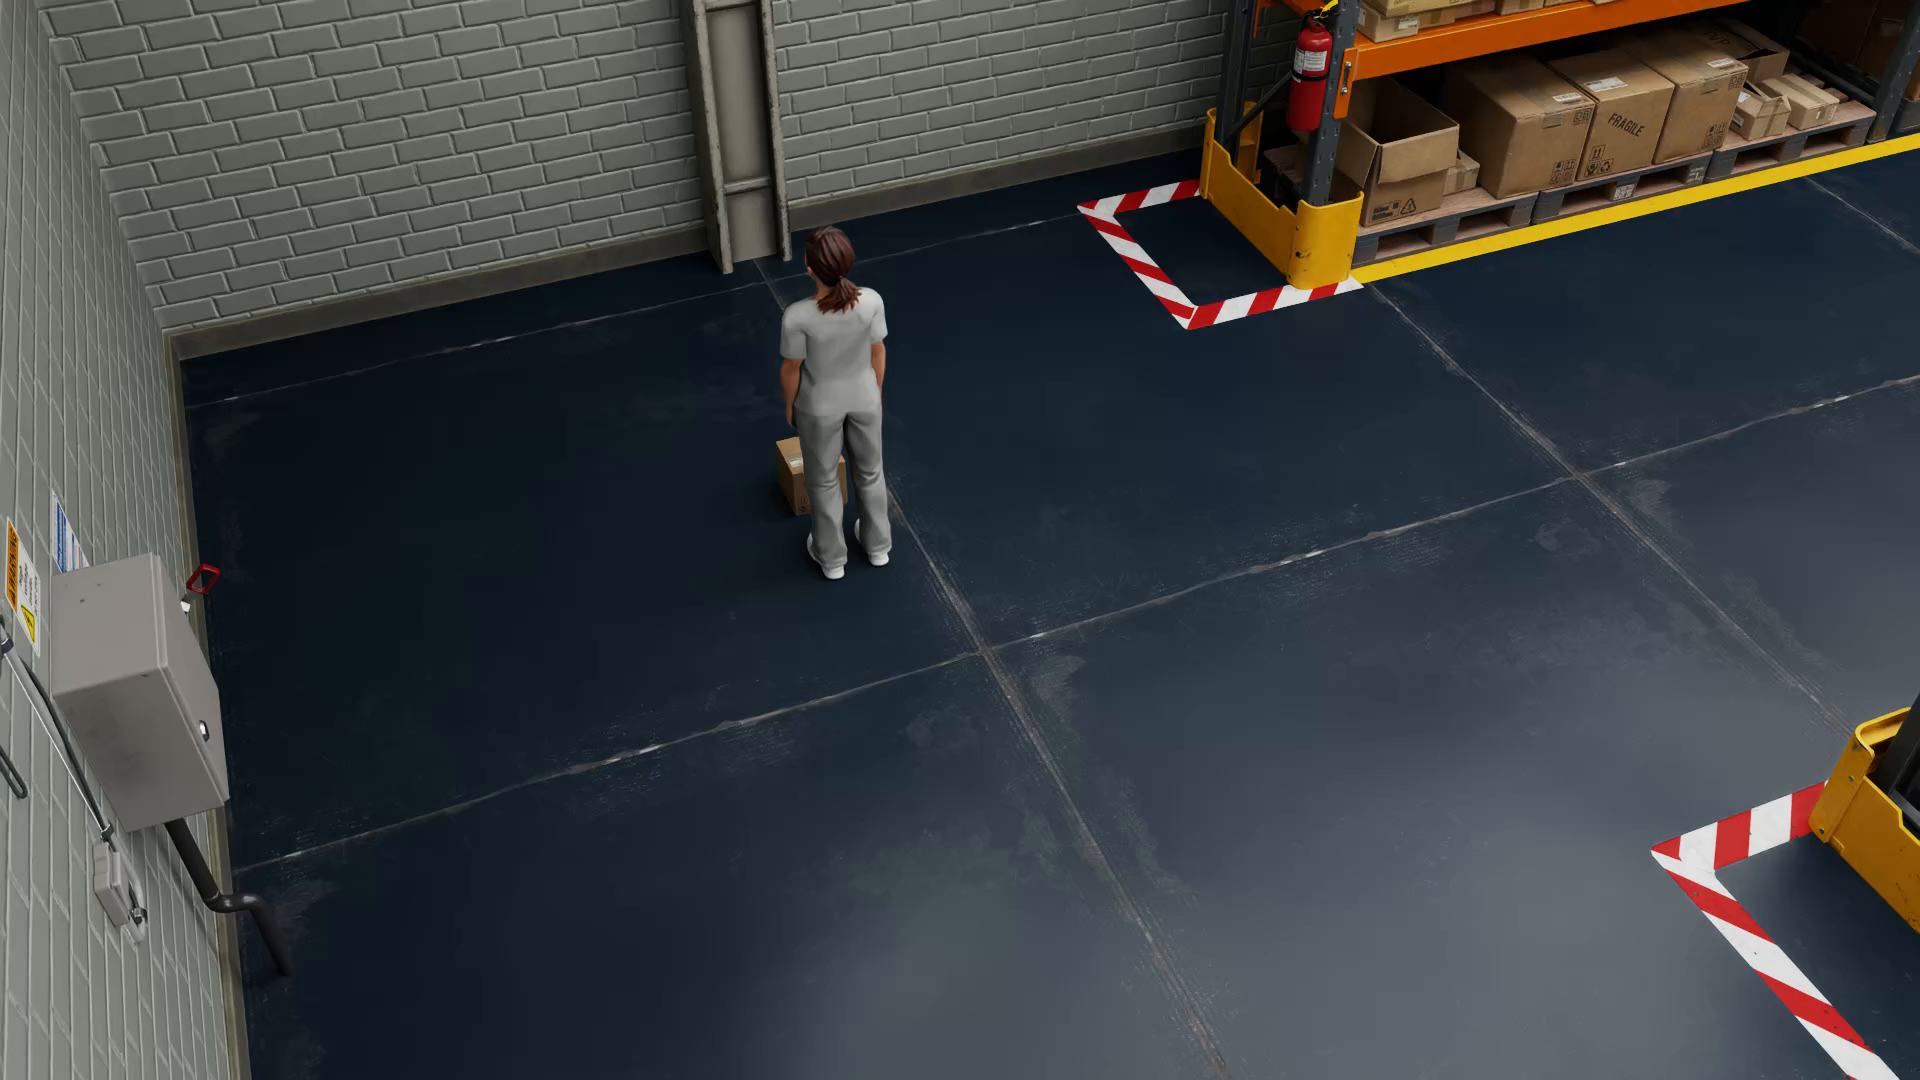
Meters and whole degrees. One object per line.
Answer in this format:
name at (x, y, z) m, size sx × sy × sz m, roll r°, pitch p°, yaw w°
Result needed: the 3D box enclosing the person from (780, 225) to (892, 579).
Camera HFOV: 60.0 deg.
person at (-0.504, -0.541, 6.768) m, size 0.440 × 1.676 × 0.381 m, roll -14°, pitch 44°, yaw -16°
